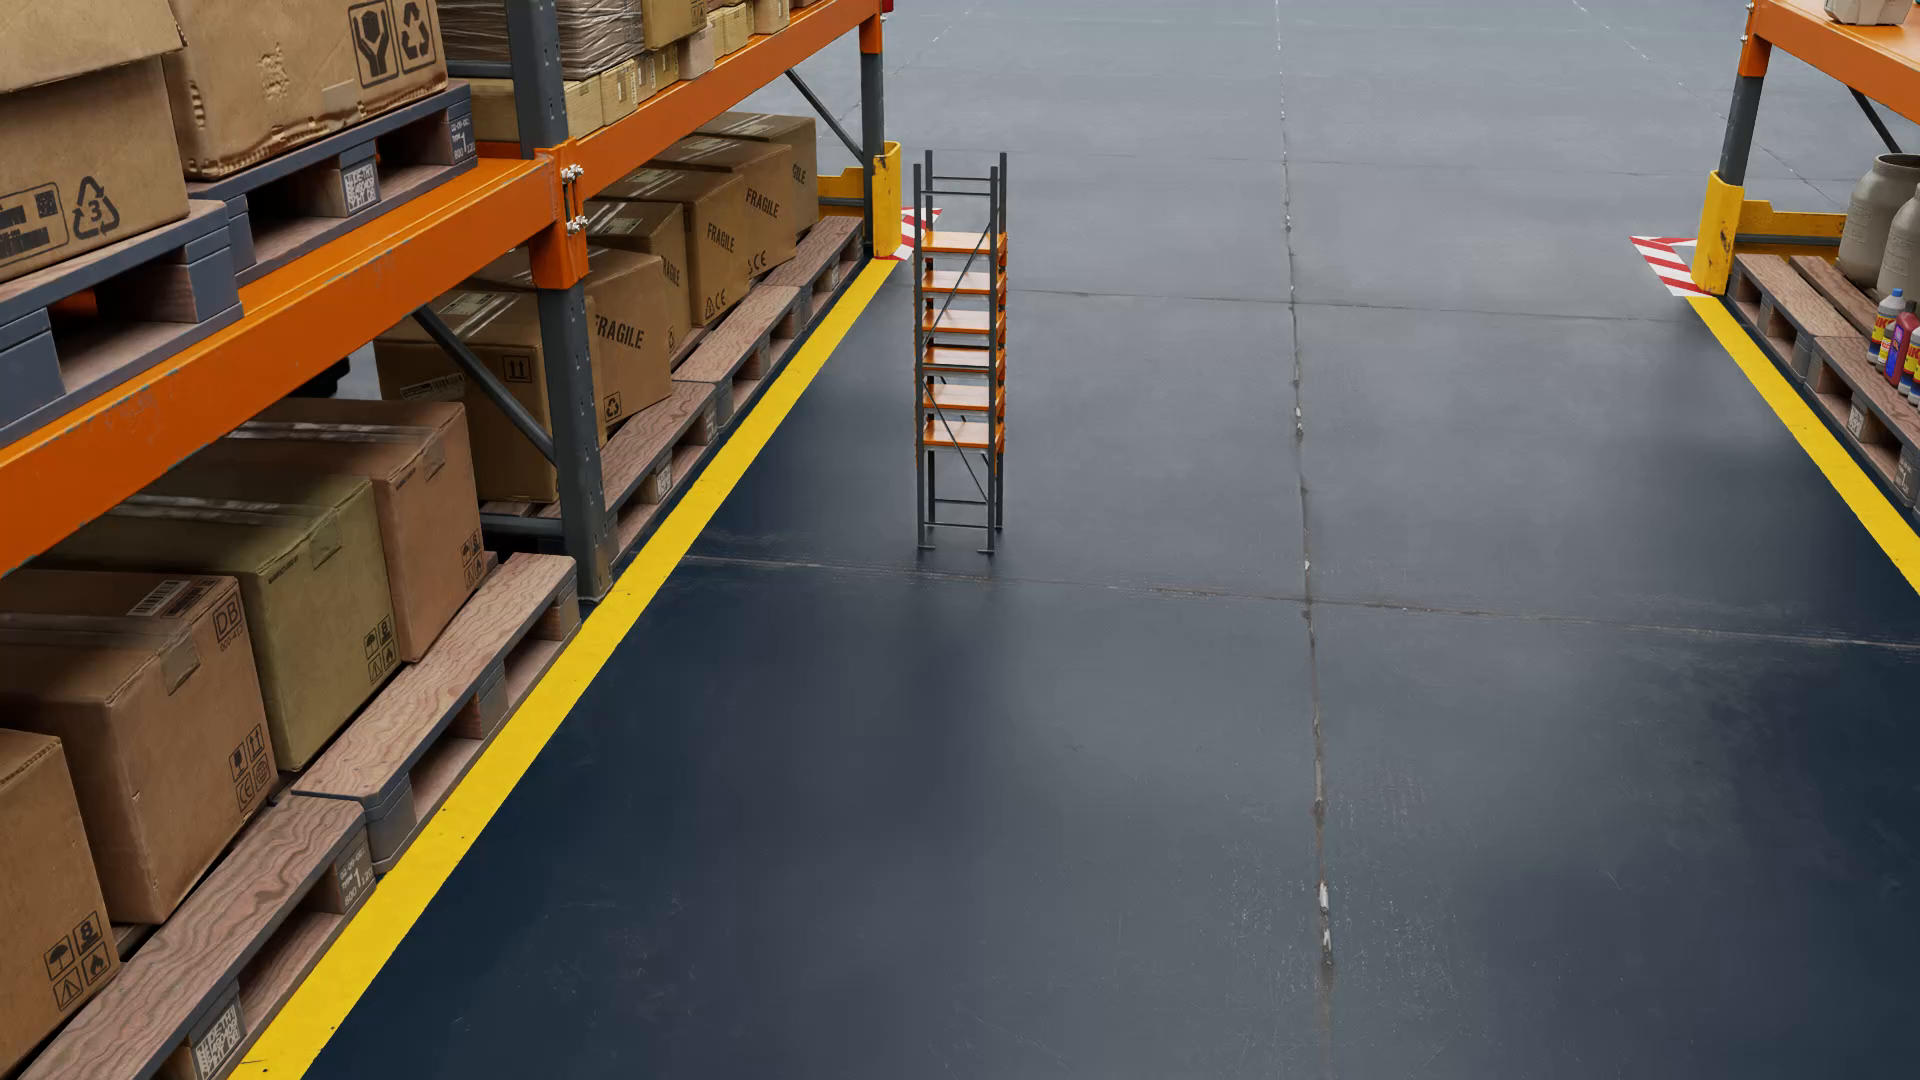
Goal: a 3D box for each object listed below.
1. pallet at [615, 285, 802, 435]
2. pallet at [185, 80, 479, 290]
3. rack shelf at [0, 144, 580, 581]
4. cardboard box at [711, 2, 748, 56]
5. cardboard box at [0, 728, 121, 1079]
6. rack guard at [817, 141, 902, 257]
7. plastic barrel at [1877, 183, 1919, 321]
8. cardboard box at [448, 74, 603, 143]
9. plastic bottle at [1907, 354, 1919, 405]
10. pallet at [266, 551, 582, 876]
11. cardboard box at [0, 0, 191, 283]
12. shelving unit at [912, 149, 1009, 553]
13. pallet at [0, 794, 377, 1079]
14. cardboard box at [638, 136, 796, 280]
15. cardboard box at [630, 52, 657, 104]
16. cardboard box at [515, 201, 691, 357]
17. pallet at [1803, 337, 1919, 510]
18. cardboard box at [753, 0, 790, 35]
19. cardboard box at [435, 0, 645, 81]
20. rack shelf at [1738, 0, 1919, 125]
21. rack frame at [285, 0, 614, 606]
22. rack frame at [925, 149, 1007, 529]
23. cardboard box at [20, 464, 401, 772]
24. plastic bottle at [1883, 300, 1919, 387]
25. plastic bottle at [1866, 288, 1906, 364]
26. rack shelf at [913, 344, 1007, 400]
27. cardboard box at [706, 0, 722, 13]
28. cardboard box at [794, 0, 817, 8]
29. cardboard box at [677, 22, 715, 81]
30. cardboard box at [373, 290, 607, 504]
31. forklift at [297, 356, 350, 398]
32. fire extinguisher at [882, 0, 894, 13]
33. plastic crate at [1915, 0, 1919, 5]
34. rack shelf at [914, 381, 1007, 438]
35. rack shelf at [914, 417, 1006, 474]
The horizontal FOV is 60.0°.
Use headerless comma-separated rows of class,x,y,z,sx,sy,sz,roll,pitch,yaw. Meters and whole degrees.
pallet,-1.262,-0.760,6.626,1.003,0.211,1.213,4,25,9
pallet,-1.802,-0.832,3.715,1.003,0.211,1.213,4,25,9
rack shelf,-1.861,-0.066,2.701,1.077,0.370,4.000,4,25,9
cardboard box,-0.970,-1.812,5.879,0.380,0.149,0.250,4,25,9
cardboard box,-1.934,0.625,2.805,0.700,0.500,0.500,6,26,13
rack guard,-0.893,-1.737,8.372,1.175,0.500,0.348,4,25,9
plastic barrel,3.892,-1.131,6.568,0.421,0.512,0.421,0,25,0
cardboard box,-1.202,-1.184,4.537,0.380,0.149,0.250,4,25,9
plastic bottle,3.330,-0.600,5.692,0.097,0.271,0.097,0,25,0
pallet,-1.660,0.360,4.231,1.003,0.211,1.213,4,25,9
cardboard box,-1.726,-0.734,2.662,0.797,0.503,0.637,7,26,14
shelving unit,0.002,-0.549,5.009,0.258,1.200,0.189,4,25,9
pallet,-1.857,0.872,3.138,1.003,0.211,1.213,4,25,9
cardboard box,-1.063,-1.447,7.256,0.500,0.500,0.500,11,27,22
cardboard box,-1.135,-1.394,4.986,0.380,0.149,0.250,4,25,9
cardboard box,-1.319,-0.956,6.208,0.500,0.500,0.500,2,25,4
pallet,3.700,-0.412,5.881,1.003,0.211,1.213,4,25,9
cardboard box,-0.865,-2.019,6.322,0.380,0.149,0.250,4,25,9
cardboard box,-1.399,-1.592,4.645,0.875,0.500,0.500,4,25,9
rack shelf,3.679,-1.396,5.542,1.077,0.370,4.000,4,25,9
rack frame,-1.534,-1.228,4.336,1.000,3.000,0.127,4,25,9
rack frame,0.017,-0.588,5.090,0.240,1.200,0.006,4,25,9
cardboard box,-1.752,0.158,3.804,0.700,0.500,0.500,4,25,8
plastic bottle,3.347,-0.697,5.886,0.061,0.283,0.133,4,25,9
plastic bottle,3.402,-0.785,6.088,0.097,0.271,0.097,0,25,0
rack shelf,0.002,-0.509,5.027,0.258,0.103,0.180,4,25,9
cardboard box,-1.301,-2.015,5.548,0.875,0.500,0.500,4,25,9
cardboard box,-0.811,-2.338,7.003,0.380,0.149,0.250,4,25,9
cardboard box,-1.022,-1.601,5.428,0.380,0.149,0.250,4,25,9
cardboard box,-1.429,-0.451,5.128,0.500,0.500,0.500,3,25,7
forklift,-3.153,-1.359,4.697,1.130,2.935,3.031,4,25,9
fire extinguisher,-0.407,-2.882,7.960,0.296,0.674,0.183,4,25,9
plastic crate,4.219,-2.261,6.717,0.499,0.251,0.616,4,25,9
rack shelf,0.002,-0.401,5.078,0.258,0.103,0.180,4,25,9
rack shelf,0.002,-0.292,5.129,0.258,0.103,0.180,4,25,9
